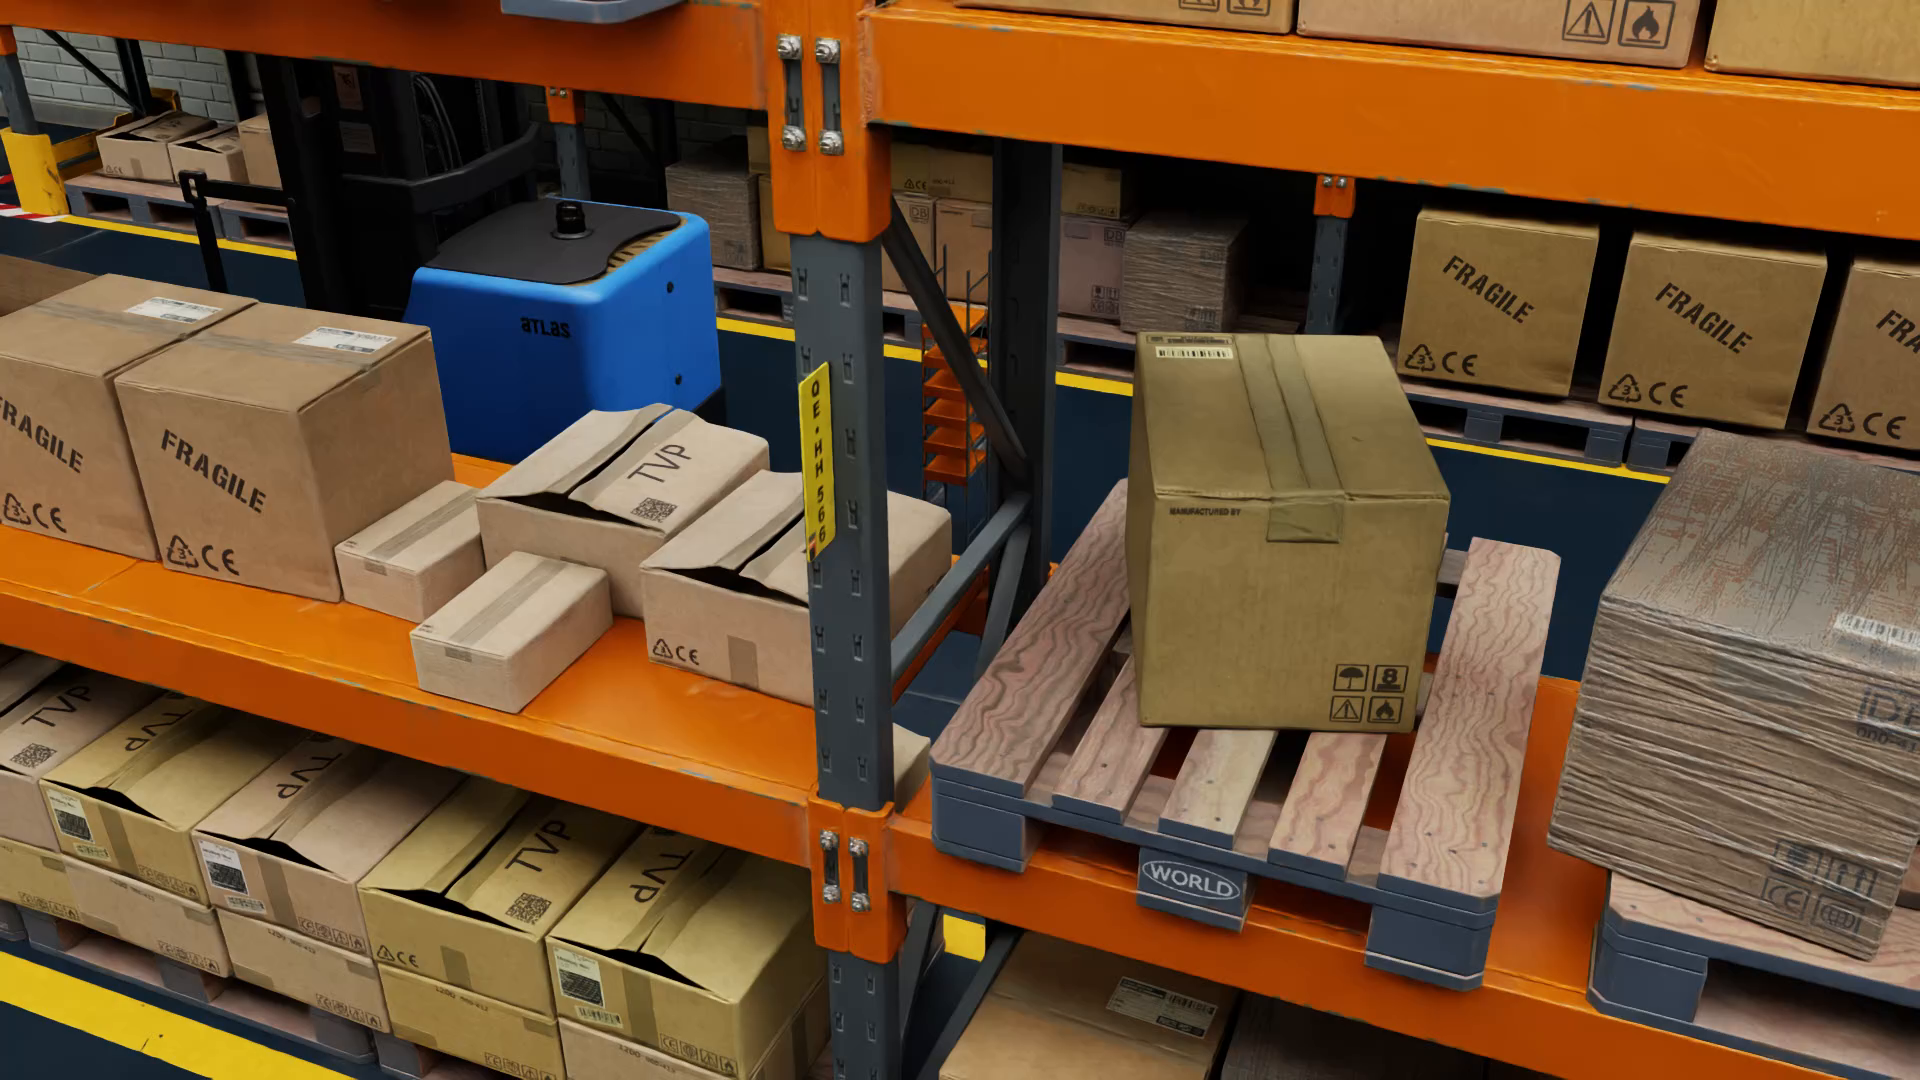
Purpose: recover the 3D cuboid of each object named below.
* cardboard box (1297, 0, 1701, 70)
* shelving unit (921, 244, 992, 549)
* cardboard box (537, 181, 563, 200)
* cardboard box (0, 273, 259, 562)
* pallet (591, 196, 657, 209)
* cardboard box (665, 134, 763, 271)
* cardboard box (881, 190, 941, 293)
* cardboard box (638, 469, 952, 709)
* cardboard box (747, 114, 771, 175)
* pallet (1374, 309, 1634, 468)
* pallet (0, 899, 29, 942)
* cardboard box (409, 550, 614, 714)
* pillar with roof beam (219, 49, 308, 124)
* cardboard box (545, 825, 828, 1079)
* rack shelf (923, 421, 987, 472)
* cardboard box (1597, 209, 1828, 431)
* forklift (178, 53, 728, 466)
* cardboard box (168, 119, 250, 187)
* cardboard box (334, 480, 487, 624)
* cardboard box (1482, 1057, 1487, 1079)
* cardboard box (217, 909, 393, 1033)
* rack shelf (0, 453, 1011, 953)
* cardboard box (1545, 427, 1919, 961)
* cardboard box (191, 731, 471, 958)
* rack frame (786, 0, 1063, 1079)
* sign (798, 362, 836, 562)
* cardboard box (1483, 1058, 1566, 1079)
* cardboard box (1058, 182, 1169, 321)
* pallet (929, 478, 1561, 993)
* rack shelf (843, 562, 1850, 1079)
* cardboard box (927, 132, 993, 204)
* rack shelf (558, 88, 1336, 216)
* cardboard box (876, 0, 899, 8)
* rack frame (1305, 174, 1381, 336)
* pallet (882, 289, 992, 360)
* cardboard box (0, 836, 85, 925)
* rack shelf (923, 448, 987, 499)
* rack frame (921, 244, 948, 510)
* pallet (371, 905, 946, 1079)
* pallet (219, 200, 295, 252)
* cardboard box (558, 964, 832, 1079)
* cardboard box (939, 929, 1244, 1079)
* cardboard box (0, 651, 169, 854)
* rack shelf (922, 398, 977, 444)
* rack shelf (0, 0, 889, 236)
[{"bbox_3d":[0.860,-1.065,2.437,0.500,0.500,0.910,11,31,19],"label":"cardboard box"},{"bbox_3d":[-0.013,-0.525,6.459,0.189,1.200,0.258,11,31,19],"label":"shelving unit"},{"bbox_3d":[-2.384,-1.919,9.528,0.250,0.166,0.380,7,30,13],"label":"cardboard box"},{"bbox_3d":[-2.078,-0.320,4.166,0.500,0.500,0.500,11,31,19],"label":"cardboard box"},{"bbox_3d":[-2.512,-1.769,9.666,1.213,0.211,1.003,11,31,19],"label":"pallet"},{"bbox_3d":[-1.188,-1.850,9.068,0.500,0.500,0.700,12,32,21],"label":"cardboard box"},{"bbox_3d":[-0.233,-1.664,8.739,0.500,0.500,0.700,12,32,20],"label":"cardboard box"},{"bbox_3d":[-0.350,0.076,3.658,0.500,0.311,0.500,13,32,22],"label":"cardboard box"},{"bbox_3d":[-0.779,-2.096,8.742,0.500,0.250,0.500,11,31,18],"label":"cardboard box"},{"bbox_3d":[2.532,-0.741,7.846,1.213,0.211,1.003,11,31,19],"label":"pallet"},{"bbox_3d":[-3.038,0.717,5.267,1.213,0.211,1.003,11,31,19],"label":"pallet"},{"bbox_3d":[-0.966,0.193,3.615,0.250,0.149,0.380,11,31,19],"label":"cardboard box"},{"bbox_3d":[-6.228,-4.529,5.617,0.400,9.000,9.100,11,31,19],"label":"pillar with roof beam"},{"bbox_3d":[-0.607,0.910,3.890,0.500,0.311,0.500,12,32,20],"label":"cardboard box"},{"bbox_3d":[-0.013,-0.382,6.540,0.180,0.103,0.258,11,31,19],"label":"rack shelf"},{"bbox_3d":[3.271,-1.021,7.266,0.750,0.750,0.750,11,31,19],"label":"cardboard box"},{"bbox_3d":[-2.612,-1.729,6.829,3.031,2.935,1.130,10,31,17],"label":"forklift"},{"bbox_3d":[-4.448,-2.362,10.165,0.500,0.311,0.500,14,32,23],"label":"cardboard box"},{"bbox_3d":[-1.232,0.023,3.916,0.250,0.149,0.380,14,32,23],"label":"cardboard box"},{"bbox_3d":[1.405,1.183,3.702,0.500,0.500,0.500,10,31,17],"label":"cardboard box"},{"bbox_3d":[-1.552,0.964,4.363,0.500,0.250,0.500,12,32,20],"label":"cardboard box"},{"bbox_3d":[-1.882,0.067,4.313,4.000,0.370,1.077,11,31,19],"label":"rack shelf"},{"bbox_3d":[1.372,0.219,2.785,0.500,0.500,0.700,18,34,28],"label":"cardboard box"},{"bbox_3d":[-1.558,0.722,4.222,0.500,0.311,0.500,11,31,19],"label":"cardboard box"},{"bbox_3d":[-0.029,0.124,3.482,0.127,3.000,1.000,11,31,19],"label":"rack frame"},{"bbox_3d":[-0.235,-0.126,2.748,0.005,0.325,0.100,11,31,19],"label":"sign"},{"bbox_3d":[1.235,1.425,3.274,0.500,0.500,0.500,11,31,18],"label":"cardboard box"},{"bbox_3d":[0.709,-1.496,8.442,0.500,0.500,0.700,11,31,19],"label":"cardboard box"},{"bbox_3d":[0.625,0.301,3.364,1.003,0.211,1.213,11,31,19],"label":"pallet"},{"bbox_3d":[1.824,0.807,3.004,4.000,0.370,1.077,11,31,19],"label":"rack shelf"},{"bbox_3d":[0.160,-1.901,8.396,0.500,0.250,0.500,11,31,19],"label":"cardboard box"},{"bbox_3d":[-0.023,-2.192,8.311,4.000,0.370,1.077,11,31,19],"label":"rack shelf"},{"bbox_3d":[-0.281,-2.786,8.082,0.500,0.500,0.700,16,33,26],"label":"cardboard box"},{"bbox_3d":[1.830,-2.135,7.479,0.127,3.000,1.000,11,31,19],"label":"rack frame"},{"bbox_3d":[-0.020,-1.293,8.823,1.213,0.211,1.003,11,31,19],"label":"pallet"},{"bbox_3d":[-2.501,0.776,4.697,0.500,0.250,0.500,10,31,18],"label":"cardboard box"},{"bbox_3d":[-0.013,-0.277,6.599,0.180,0.103,0.258,11,31,19],"label":"rack shelf"},{"bbox_3d":[-0.098,-0.542,6.489,0.006,1.200,0.240,11,31,19],"label":"rack frame"},{"bbox_3d":[-0.777,1.168,4.469,1.213,0.211,1.003,11,31,19],"label":"pallet"},{"bbox_3d":[-3.647,-1.994,10.064,1.213,0.211,1.003,11,31,19],"label":"pallet"},{"bbox_3d":[-0.608,1.152,4.030,0.500,0.250,0.500,12,32,20],"label":"cardboard box"},{"bbox_3d":[0.285,1.235,3.609,0.500,0.500,0.500,13,32,21],"label":"cardboard box"},{"bbox_3d":[-2.504,0.535,4.554,0.500,0.311,0.500,10,31,17],"label":"cardboard box"},{"bbox_3d":[-0.013,-0.486,6.481,0.180,0.103,0.258,11,31,19],"label":"rack shelf"},{"bbox_3d":[-1.882,-1.238,3.575,4.000,0.370,1.077,11,31,19],"label":"rack shelf"}]
